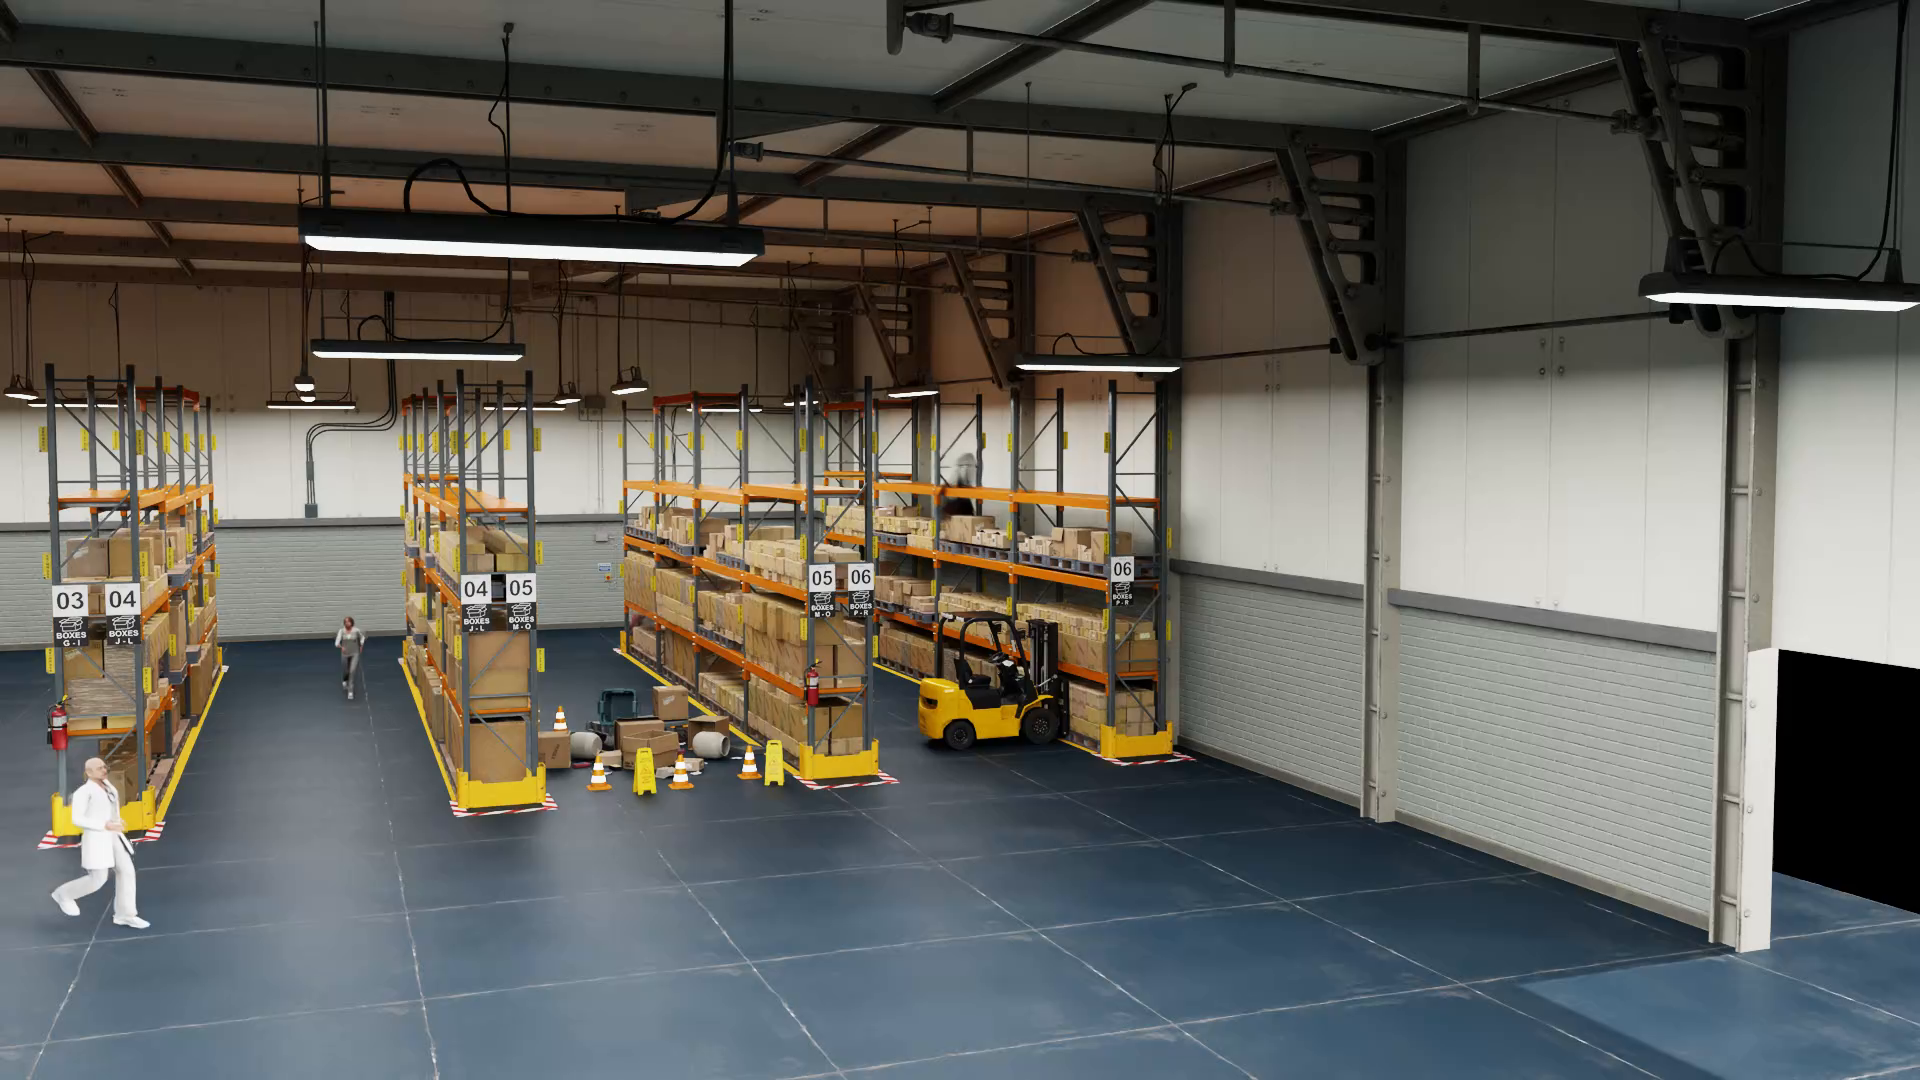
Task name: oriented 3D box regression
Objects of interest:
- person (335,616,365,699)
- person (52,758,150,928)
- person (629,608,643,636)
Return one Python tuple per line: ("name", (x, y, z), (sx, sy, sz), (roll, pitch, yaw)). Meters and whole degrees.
("person", (-12.039, 2.388, 32.844), (0.549, 1.415, 0.839), (-1, 3, -17))
("person", (-8.892, 3.129, 17.198), (1.017, 1.775, 0.723), (1, 3, 9))
("person", (-7.963, 1.797, 41.077), (0.649, 1.586, 0.740), (-1, 3, -10))
